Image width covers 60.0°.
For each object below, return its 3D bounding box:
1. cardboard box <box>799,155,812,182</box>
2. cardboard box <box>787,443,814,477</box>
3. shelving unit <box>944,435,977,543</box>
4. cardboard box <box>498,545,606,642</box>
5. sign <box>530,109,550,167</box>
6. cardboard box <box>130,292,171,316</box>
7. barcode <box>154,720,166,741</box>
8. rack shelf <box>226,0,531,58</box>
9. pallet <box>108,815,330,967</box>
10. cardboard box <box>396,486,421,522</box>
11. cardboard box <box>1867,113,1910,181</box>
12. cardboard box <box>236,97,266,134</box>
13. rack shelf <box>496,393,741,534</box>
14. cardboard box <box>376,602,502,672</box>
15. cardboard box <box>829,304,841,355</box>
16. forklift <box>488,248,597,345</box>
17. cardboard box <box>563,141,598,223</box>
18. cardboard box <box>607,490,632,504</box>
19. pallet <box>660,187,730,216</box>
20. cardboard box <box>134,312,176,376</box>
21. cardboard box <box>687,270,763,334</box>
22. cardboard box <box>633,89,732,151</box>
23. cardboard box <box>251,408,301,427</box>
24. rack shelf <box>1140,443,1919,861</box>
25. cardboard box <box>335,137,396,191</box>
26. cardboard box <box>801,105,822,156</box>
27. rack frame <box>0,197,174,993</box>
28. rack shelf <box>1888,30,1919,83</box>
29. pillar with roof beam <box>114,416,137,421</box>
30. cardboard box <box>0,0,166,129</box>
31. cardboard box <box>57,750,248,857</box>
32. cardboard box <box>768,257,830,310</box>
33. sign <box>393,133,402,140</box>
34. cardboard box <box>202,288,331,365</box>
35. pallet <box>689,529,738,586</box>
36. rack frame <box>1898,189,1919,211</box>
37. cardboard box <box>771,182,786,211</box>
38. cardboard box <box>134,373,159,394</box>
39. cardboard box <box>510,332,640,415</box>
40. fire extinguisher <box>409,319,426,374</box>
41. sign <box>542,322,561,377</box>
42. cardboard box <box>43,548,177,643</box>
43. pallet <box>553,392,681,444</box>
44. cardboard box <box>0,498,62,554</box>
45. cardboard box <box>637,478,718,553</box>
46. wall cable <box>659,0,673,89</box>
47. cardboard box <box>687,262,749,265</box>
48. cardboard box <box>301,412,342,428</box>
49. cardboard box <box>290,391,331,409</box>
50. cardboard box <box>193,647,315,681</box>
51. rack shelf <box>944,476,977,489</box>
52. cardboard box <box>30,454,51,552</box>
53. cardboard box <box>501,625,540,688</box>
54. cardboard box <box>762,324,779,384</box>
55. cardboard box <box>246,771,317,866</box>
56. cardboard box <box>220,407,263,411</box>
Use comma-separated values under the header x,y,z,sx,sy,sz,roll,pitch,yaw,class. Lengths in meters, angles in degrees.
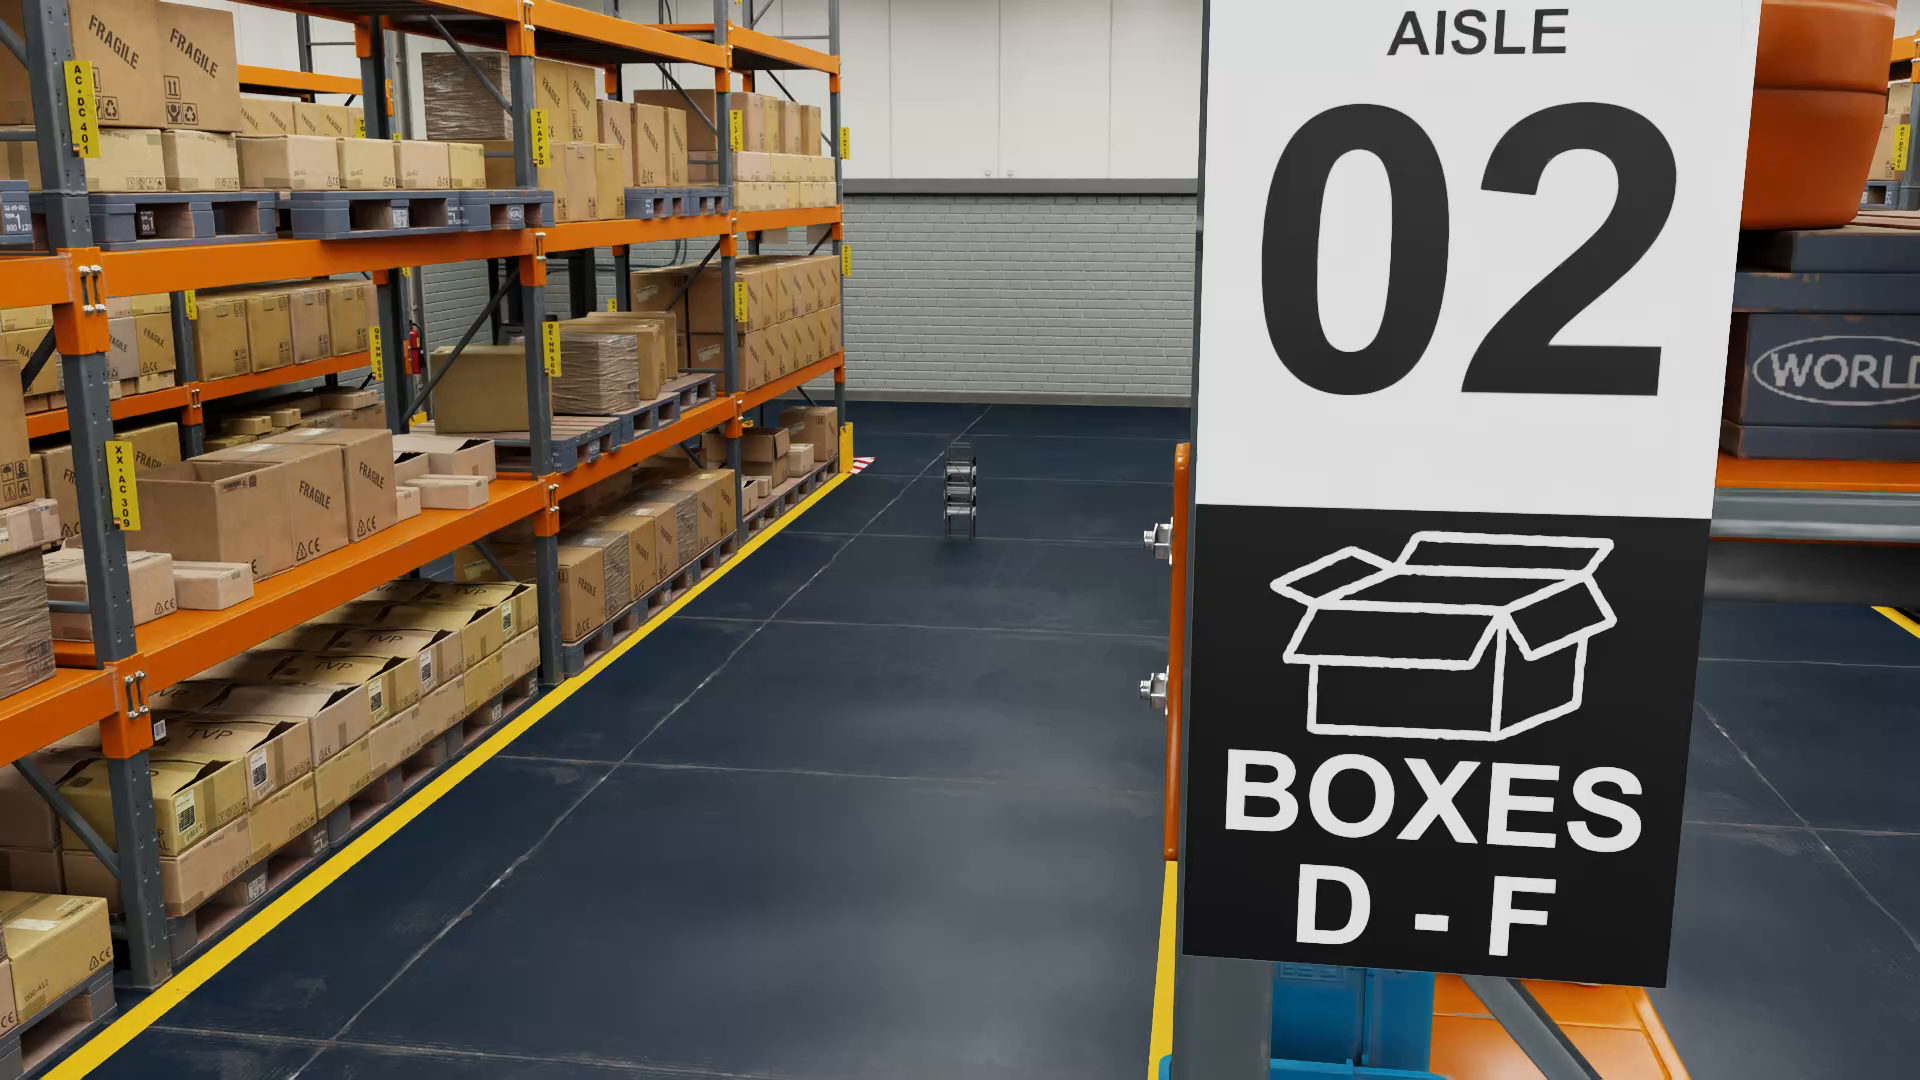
x,y,z,sx,sy,sz,roll,pitch,yaw,class
-1.728,-3.564,15.961,0.500,0.250,0.500,2,12,9,cardboard box
-1.760,-0.803,16.582,0.500,0.250,0.500,2,12,9,cardboard box
0.001,-0.442,14.406,0.258,0.900,0.210,2,12,9,shelving unit
-2.622,0.337,10.700,0.500,0.500,0.500,2,12,11,cardboard box
-2.427,-2.323,9.616,0.100,0.325,0.005,2,12,9,sign
-7.074,-2.042,14.079,0.500,0.250,0.500,2,12,10,cardboard box
-3.139,0.746,6.523,0.001,0.075,0.075,2,12,9,barcode
-3.282,-2.554,7.641,1.077,0.370,4.000,2,12,9,rack shelf
-3.515,1.456,7.234,1.003,0.211,1.213,2,12,9,pallet
-3.115,-0.195,8.873,0.380,0.149,0.250,3,12,13,cardboard box
7.490,-3.030,12.841,0.700,0.500,0.500,1,12,5,cardboard box
-6.795,-3.837,15.401,0.500,0.500,0.500,2,12,7,cardboard box
-2.667,-0.649,12.094,1.077,0.370,4.000,2,12,9,rack shelf
-2.885,0.505,9.227,0.500,0.311,0.500,2,12,8,cardboard box
-1.544,-2.197,17.330,0.500,0.500,0.500,2,12,10,cardboard box
-4.366,-2.026,16.936,1.130,2.935,3.031,3,12,12,forklift
-2.862,-2.298,10.679,0.910,0.500,0.500,2,12,9,cardboard box
-2.830,-0.103,12.738,0.500,0.500,0.500,2,12,9,cardboard box
-2.529,-2.658,13.035,1.213,0.211,1.003,2,12,9,pallet
-7.076,-1.677,14.164,0.500,0.500,0.500,2,12,8,cardboard box
-2.009,-2.044,14.247,0.500,0.500,0.500,2,12,10,cardboard box
-2.322,-3.524,13.994,0.700,0.500,0.500,2,12,9,cardboard box
-6.725,-1.204,16.357,0.380,0.149,0.250,2,12,7,cardboard box
0.997,-0.289,3.303,1.077,0.370,4.000,2,12,9,rack shelf
-3.151,-1.858,8.236,0.500,0.250,0.500,2,12,8,cardboard box
-1.807,-4.147,16.883,0.700,0.500,0.500,2,12,9,cardboard box
-3.590,0.248,6.223,1.000,3.000,0.127,2,12,9,rack frame
7.736,-3.897,13.875,1.077,0.370,4.000,2,12,9,rack shelf
-3.748,-4.544,14.218,9.100,9.000,0.400,2,12,9,pillar with roof beam
-3.456,-1.844,6.389,0.500,0.500,0.500,2,12,9,cardboard box
-3.280,1.035,6.771,0.500,0.311,0.500,2,12,9,cardboard box
-1.618,-2.581,16.739,0.500,0.500,0.500,2,12,10,cardboard box
-6.105,-4.250,18.059,0.100,0.325,0.005,2,12,9,sign
-6.935,-2.140,16.590,0.980,0.700,0.700,1,12,6,cardboard box
-2.447,0.116,13.453,1.003,0.211,1.213,2,12,9,pallet
7.429,-1.096,12.457,1.000,3.000,0.127,2,12,9,rack frame
-1.881,-3.112,15.048,0.500,0.250,0.500,2,12,9,cardboard box
-7.042,-1.331,14.099,0.380,0.149,0.250,2,12,10,cardboard box
-2.660,-1.158,11.512,0.700,0.500,0.500,4,13,19,cardboard box
-6.160,-2.206,18.679,0.296,0.674,0.183,2,12,9,fire extinguisher
-2.425,-1.133,9.884,0.100,0.325,0.005,2,12,9,sign
-3.557,0.217,6.721,0.500,0.250,0.500,3,12,12,cardboard box
-2.680,-0.896,11.986,1.003,0.211,1.213,2,12,9,pallet
-3.420,-0.054,5.849,0.380,0.149,0.250,2,12,9,cardboard box
-2.236,-0.196,13.171,0.500,0.500,0.500,2,12,9,cardboard box
-2.743,-7.372,22.721,3.097,2.526,0.112,2,12,9,wall cable
-2.305,-2.385,15.830,0.500,0.500,0.500,2,12,8,cardboard box
-6.802,-1.035,17.114,0.700,0.500,0.500,1,12,7,cardboard box
-6.904,-1.488,17.676,0.380,0.149,0.250,2,12,9,cardboard box
-3.577,0.702,8.314,0.500,0.311,0.500,2,12,8,cardboard box
0.001,-0.497,14.394,0.258,0.077,0.200,2,12,9,rack shelf
-7.486,-0.230,12.546,0.750,0.750,0.750,2,12,8,cardboard box
-2.814,0.672,9.787,0.500,0.250,0.500,2,12,10,cardboard box
-1.936,-1.670,14.886,0.500,0.500,0.500,2,12,10,cardboard box
-3.203,1.204,7.314,0.500,0.250,0.500,2,12,10,cardboard box
-7.098,-1.223,16.447,0.380,0.149,0.250,2,12,9,cardboard box
